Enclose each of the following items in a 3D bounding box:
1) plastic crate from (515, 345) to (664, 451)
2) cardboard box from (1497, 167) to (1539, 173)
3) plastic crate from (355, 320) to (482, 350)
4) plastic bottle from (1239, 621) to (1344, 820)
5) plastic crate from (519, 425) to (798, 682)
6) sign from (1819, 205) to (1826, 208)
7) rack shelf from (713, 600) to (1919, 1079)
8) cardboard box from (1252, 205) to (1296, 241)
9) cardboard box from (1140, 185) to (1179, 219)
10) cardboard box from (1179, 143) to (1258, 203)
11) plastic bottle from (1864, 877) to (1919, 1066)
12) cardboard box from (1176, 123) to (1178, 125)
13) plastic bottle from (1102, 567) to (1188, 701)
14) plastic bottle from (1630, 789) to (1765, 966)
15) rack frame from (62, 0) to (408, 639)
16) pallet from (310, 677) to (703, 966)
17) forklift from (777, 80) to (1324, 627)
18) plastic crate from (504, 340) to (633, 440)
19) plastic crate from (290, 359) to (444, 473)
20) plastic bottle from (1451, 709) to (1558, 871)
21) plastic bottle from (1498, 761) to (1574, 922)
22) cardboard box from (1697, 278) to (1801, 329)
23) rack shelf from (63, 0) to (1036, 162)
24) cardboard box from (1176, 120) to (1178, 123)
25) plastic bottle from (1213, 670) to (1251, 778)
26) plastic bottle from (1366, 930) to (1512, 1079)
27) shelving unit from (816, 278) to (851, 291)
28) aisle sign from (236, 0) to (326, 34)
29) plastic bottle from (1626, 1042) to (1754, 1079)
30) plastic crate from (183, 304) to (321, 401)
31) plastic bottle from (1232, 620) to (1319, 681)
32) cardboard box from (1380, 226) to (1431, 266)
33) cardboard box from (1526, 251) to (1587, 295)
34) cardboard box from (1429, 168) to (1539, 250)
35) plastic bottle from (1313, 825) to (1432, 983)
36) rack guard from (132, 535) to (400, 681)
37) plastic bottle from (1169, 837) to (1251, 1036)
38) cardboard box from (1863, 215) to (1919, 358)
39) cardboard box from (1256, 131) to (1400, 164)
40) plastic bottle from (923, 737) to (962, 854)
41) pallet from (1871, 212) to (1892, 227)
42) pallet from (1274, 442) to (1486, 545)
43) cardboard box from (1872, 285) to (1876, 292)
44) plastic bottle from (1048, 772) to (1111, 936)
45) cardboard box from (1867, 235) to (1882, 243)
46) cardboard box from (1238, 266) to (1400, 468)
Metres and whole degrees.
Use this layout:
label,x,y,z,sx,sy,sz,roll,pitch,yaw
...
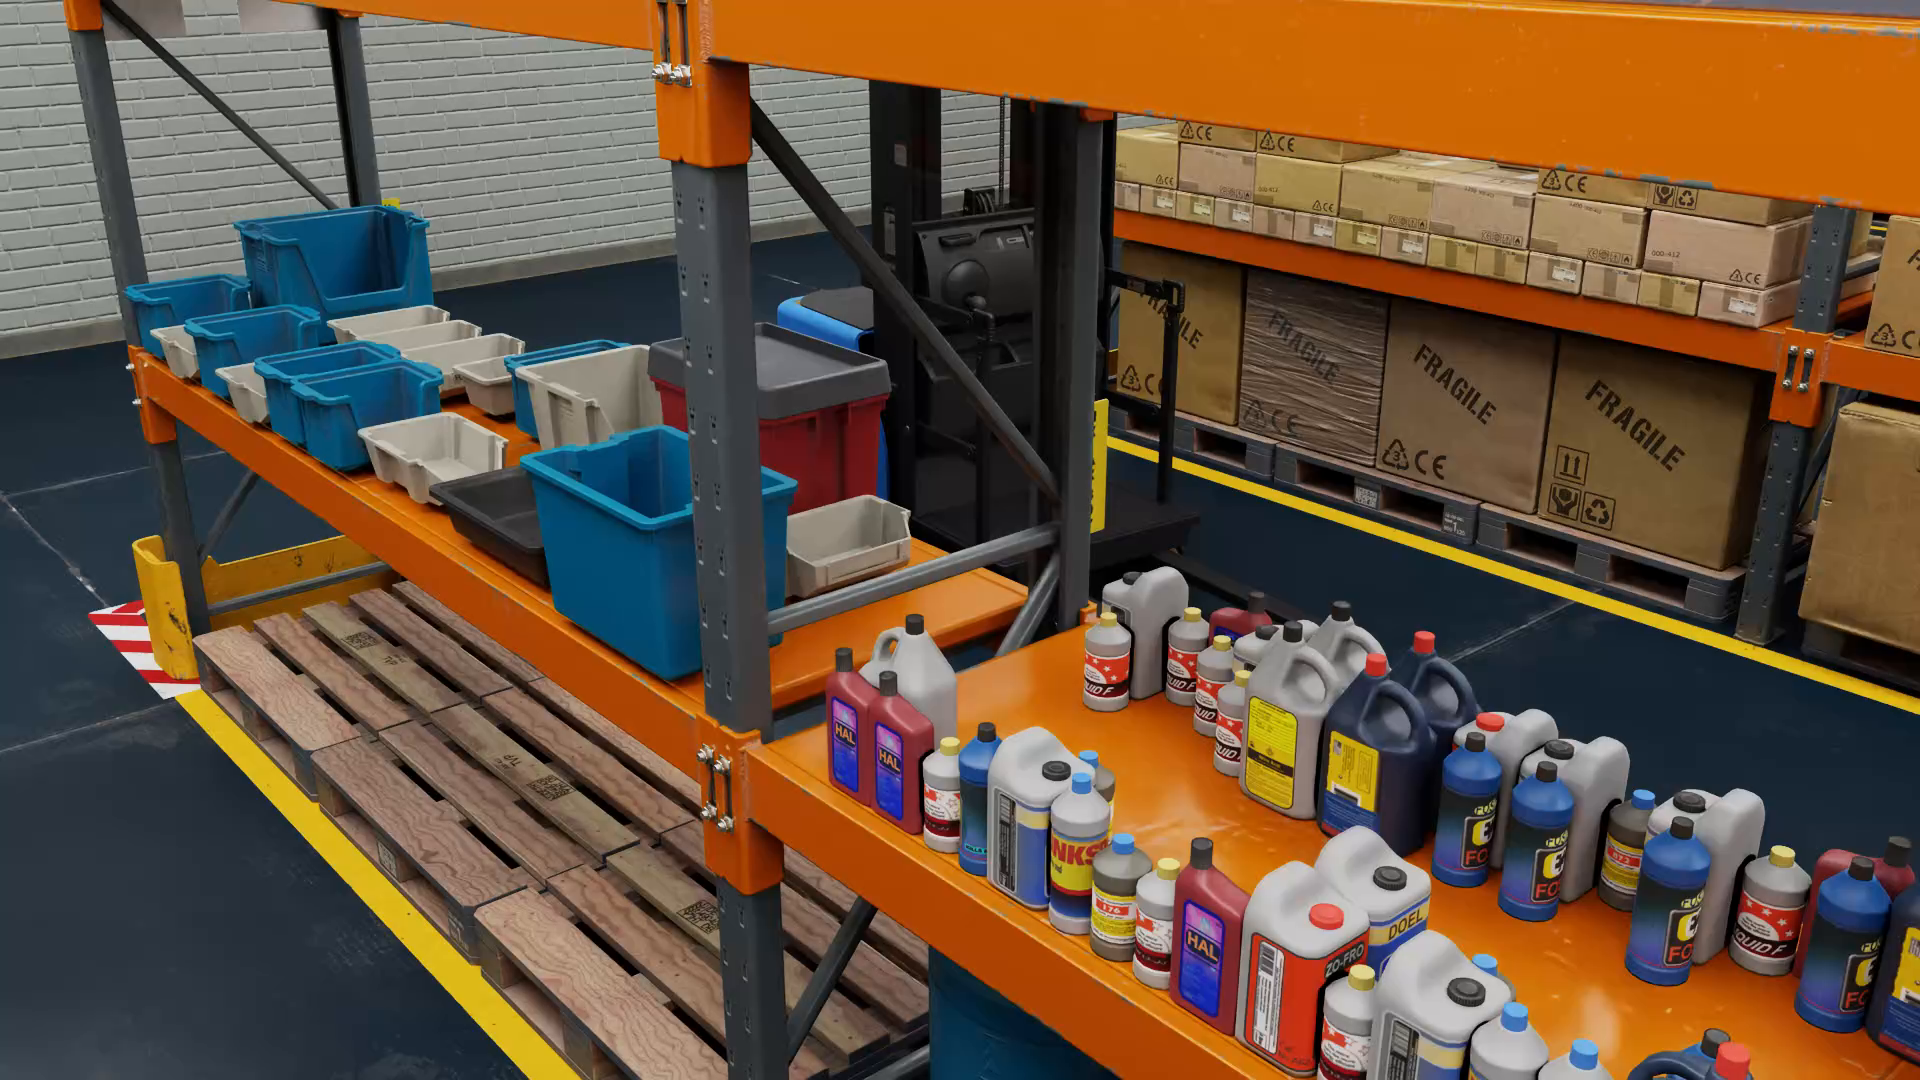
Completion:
label,x,y,z,sx,sy,sz,roll,pitch,yaw
plastic crate,-0.967,-0.346,4.835,0.437,0.282,0.530,-17,27,-37
cardboard box,2.871,-1.628,7.826,0.500,0.250,0.500,-17,27,-36
plastic crate,-1.873,-0.652,5.816,0.396,0.136,0.243,-17,27,-37
plastic bottle,0.629,0.326,3.108,0.144,0.351,0.185,-17,27,-37
plastic crate,-0.673,0.024,3.750,0.392,0.384,0.575,-17,27,-37
sign,3.223,-1.394,6.135,0.100,0.325,0.005,-17,27,-37
rack shelf,1.195,0.980,2.356,1.077,0.370,4.000,-17,27,-37
cardboard box,1.685,-1.615,8.339,0.380,0.149,0.250,-18,28,-38
cardboard box,1.181,-1.828,8.882,0.380,0.149,0.250,-18,28,-38
cardboard box,1.484,-1.922,8.575,0.500,0.250,0.500,-18,28,-38
plastic bottle,1.457,0.596,2.418,0.144,0.351,0.185,-17,27,-37
cardboard box,1.549,-2.190,9.260,0.500,0.250,0.500,-18,28,-38
plastic bottle,0.392,0.182,3.577,0.152,0.276,0.135,-17,27,-37
plastic bottle,1.199,0.523,2.705,0.152,0.276,0.135,-17,27,-37
rack frame,-2.721,-1.013,6.457,1.000,3.000,0.127,-17,27,-37
pallet,-1.420,0.859,5.500,1.003,0.211,1.213,-17,27,-37
forklift,0.351,-1.177,6.971,1.130,2.935,3.031,-14,25,-32
plastic crate,-1.186,-0.457,5.184,0.416,0.233,0.300,-17,27,-37
plastic crate,-1.754,-0.370,4.962,0.416,0.233,0.300,-17,27,-37
plastic bottle,0.960,0.422,2.963,0.152,0.276,0.135,-17,27,-37
plastic bottle,0.965,0.496,2.780,0.097,0.271,0.097,0,21,0
cardboard box,3.195,-0.976,6.708,0.380,0.149,0.250,-17,27,-37
rack shelf,-1.416,-1.522,4.631,1.077,0.370,4.000,-17,27,-37
cardboard box,1.548,-2.538,9.120,0.500,0.500,0.500,-17,27,-37
plastic bottle,0.548,0.352,3.244,0.097,0.201,0.097,0,21,0
plastic bottle,0.659,0.688,2.283,0.152,0.276,0.135,-17,27,-37
shelving unit,-0.577,-0.797,8.579,0.215,1.050,0.252,-14,25,-32
aisle sign,-2.546,-2.313,6.212,0.394,0.787,0.004,-17,27,-37
plastic bottle,0.888,0.752,2.017,0.144,0.351,0.185,-17,27,-37
plastic crate,-2.380,-0.634,5.638,0.416,0.233,0.300,-17,27,-37
plastic bottle,0.631,0.283,3.319,0.152,0.276,0.135,-17,27,-37
cardboard box,2.191,-1.402,7.794,0.380,0.149,0.250,-17,27,-37
cardboard box,2.692,-1.189,7.252,0.380,0.149,0.250,-17,27,-36
cardboard box,2.482,-1.498,7.495,0.500,0.250,0.500,-17,27,-36
plastic bottle,0.623,0.588,2.540,0.152,0.276,0.135,-17,27,-37
rack guard,-2.747,0.147,6.922,1.175,0.500,0.348,-17,27,-37
plastic bottle,0.386,0.595,2.513,0.061,0.283,0.133,-17,27,-37
cardboard box,3.753,-0.947,6.151,0.500,0.500,0.500,-17,27,-37
cardboard box,1.809,-2.133,8.087,0.500,0.500,0.500,-18,28,-39
plastic bottle,-0.018,0.452,2.990,0.097,0.201,0.097,0,21,0
pallet,9.120,-3.050,15.483,1.003,0.211,1.213,-17,27,-37
pallet,2.405,-0.354,8.600,1.003,0.211,1.213,-17,27,-37
cardboard box,6.215,-1.637,10.975,0.380,0.149,0.250,-19,28,-40
plastic bottle,0.197,0.510,2.745,0.097,0.271,0.097,0,21,0
cardboard box,6.205,-2.033,11.579,0.380,0.149,0.250,-19,28,-39
cardboard box,2.104,-0.989,8.734,0.875,0.875,0.875,-17,27,-37
